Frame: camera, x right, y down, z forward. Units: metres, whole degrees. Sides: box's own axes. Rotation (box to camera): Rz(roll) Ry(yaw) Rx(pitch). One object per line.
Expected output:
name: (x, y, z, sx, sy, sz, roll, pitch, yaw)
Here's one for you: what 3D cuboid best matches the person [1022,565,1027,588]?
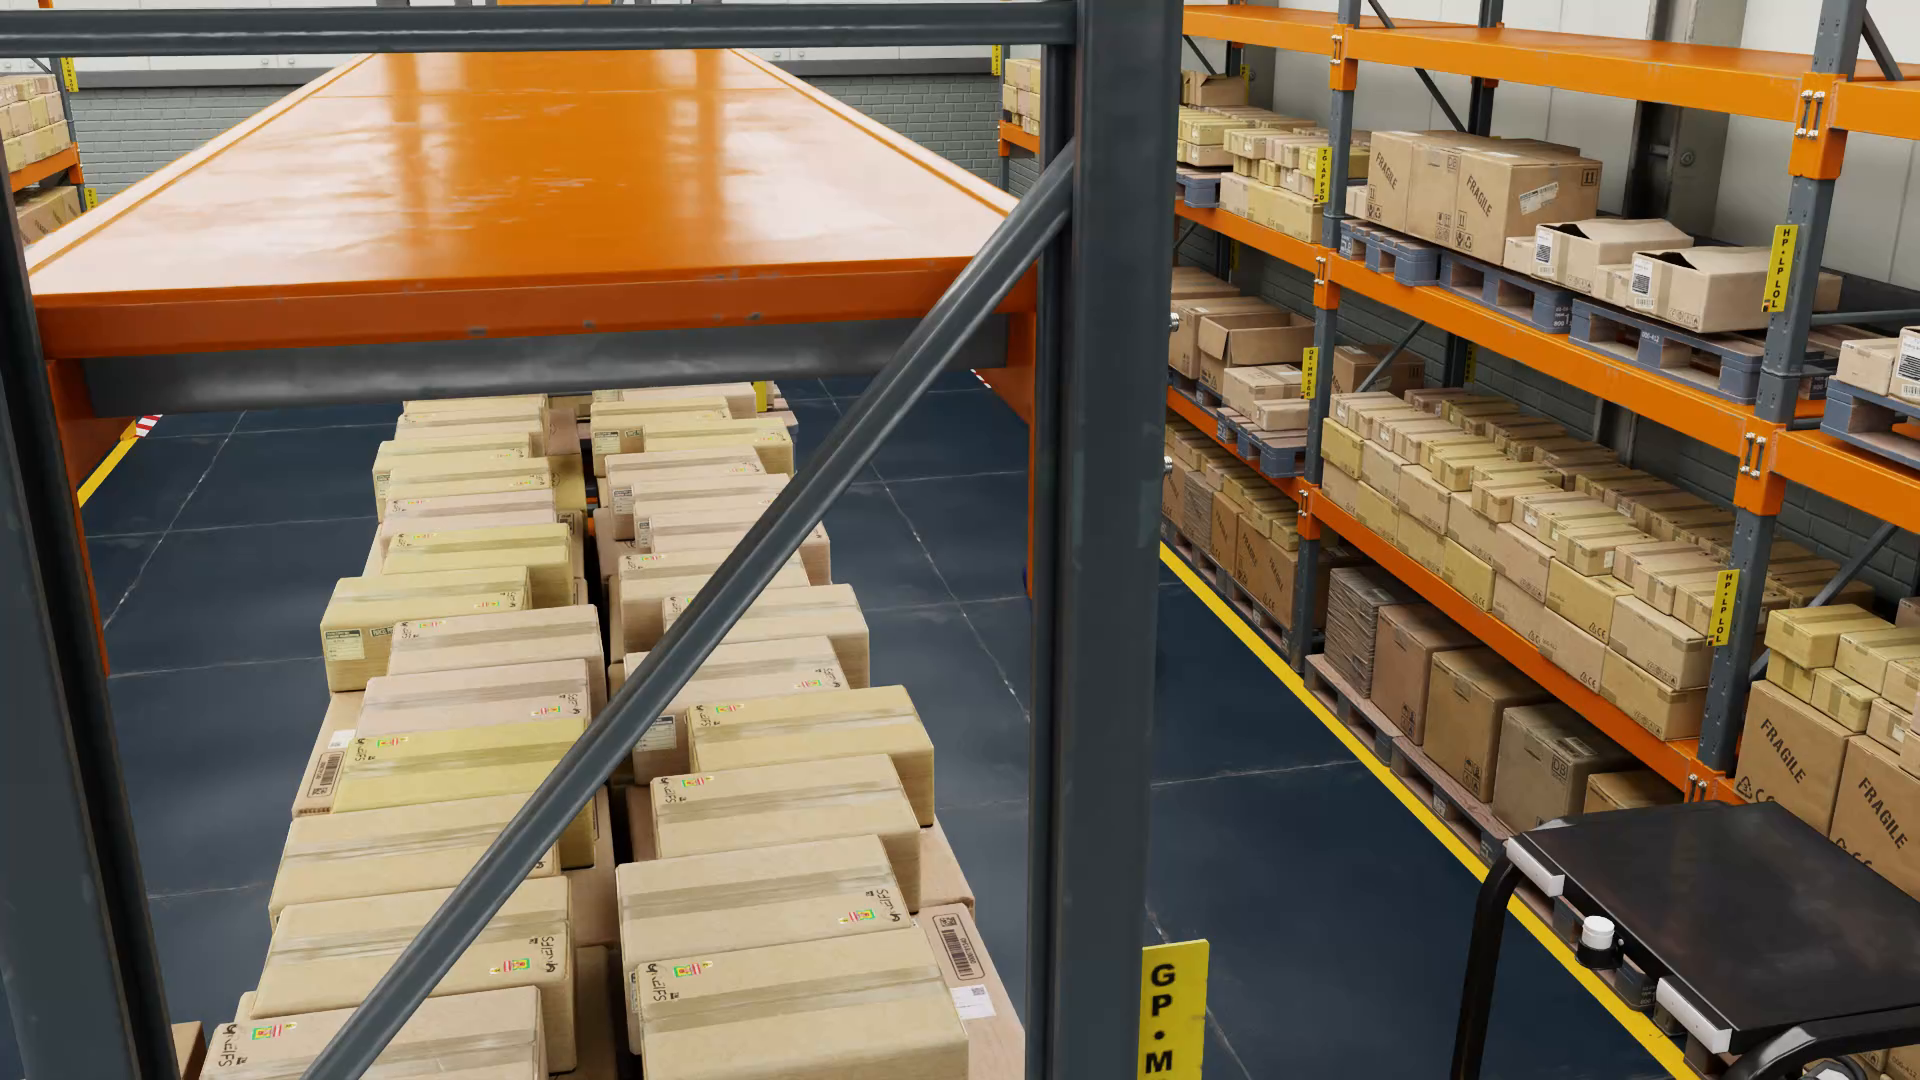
person: (0.870, 0.435, 11.199, 0.905, 0.784, 0.521, -5, 20, -14)
